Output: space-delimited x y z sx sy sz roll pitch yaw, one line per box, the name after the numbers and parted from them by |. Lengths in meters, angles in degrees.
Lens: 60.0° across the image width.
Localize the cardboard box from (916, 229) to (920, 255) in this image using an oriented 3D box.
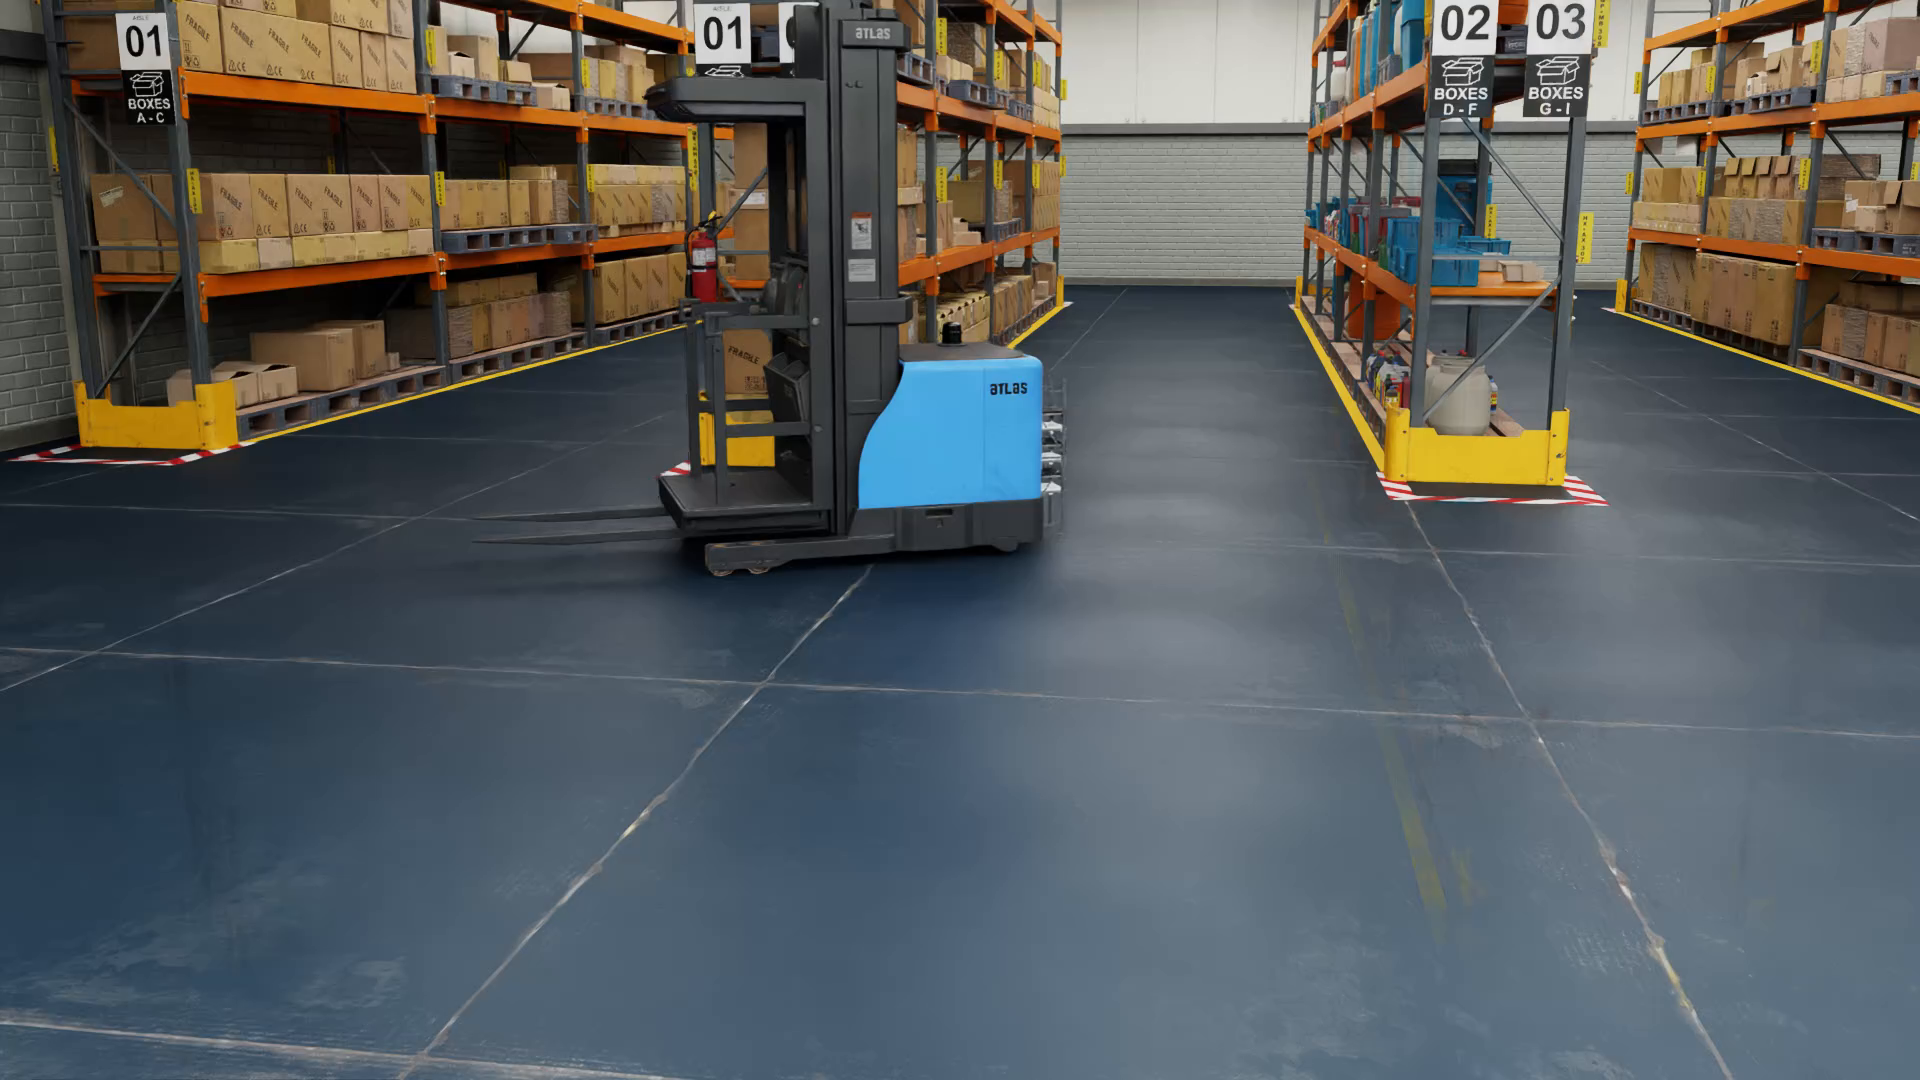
-0.688 -2.893 16.155 0.500 0.250 0.500 3 12 12 | cardboard box

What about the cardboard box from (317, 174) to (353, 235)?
-5.621 -2.900 14.359 0.500 0.500 0.500 2 12 10 | cardboard box

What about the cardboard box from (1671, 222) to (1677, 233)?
10.179 -4.372 23.256 0.380 0.149 0.250 2 12 10 | cardboard box

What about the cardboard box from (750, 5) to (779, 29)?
-1.243 -3.940 11.962 0.797 0.503 0.637 3 12 13 | cardboard box

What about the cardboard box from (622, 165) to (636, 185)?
-4.521 -4.728 21.541 0.500 0.250 0.500 2 12 9 | cardboard box

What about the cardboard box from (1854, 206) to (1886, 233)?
9.198 -3.164 16.415 0.500 0.250 0.500 2 12 7 | cardboard box

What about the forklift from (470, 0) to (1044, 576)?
-1.115 -1.368 8.886 3.031 2.935 1.130 -4 13 -16 | forklift

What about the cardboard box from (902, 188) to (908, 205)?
-0.667 -3.004 14.537 0.380 0.149 0.250 2 12 9 | cardboard box

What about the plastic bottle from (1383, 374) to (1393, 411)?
3.408 -1.177 13.240 0.061 0.283 0.133 2 12 10 | plastic bottle

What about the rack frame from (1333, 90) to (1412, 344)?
4.789 -3.534 18.772 1.000 3.000 0.127 2 12 9 | rack frame

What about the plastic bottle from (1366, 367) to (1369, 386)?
3.676 -1.475 14.817 0.097 0.201 0.097 0 12 0 | plastic bottle

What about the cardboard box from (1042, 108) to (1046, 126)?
0.989 -6.222 24.482 0.500 0.250 0.500 2 12 9 | cardboard box

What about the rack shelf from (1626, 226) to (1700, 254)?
10.606 -4.271 23.899 1.077 0.370 4.000 2 12 9 | rack shelf

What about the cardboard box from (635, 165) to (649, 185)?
-4.448 -4.834 22.035 0.500 0.250 0.500 2 12 7 | cardboard box

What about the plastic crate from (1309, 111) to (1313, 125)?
5.685 -6.531 25.867 0.497 0.269 0.590 2 12 9 | plastic crate

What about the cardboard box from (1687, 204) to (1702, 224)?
10.107 -4.379 22.342 0.500 0.250 0.500 2 12 8 | cardboard box

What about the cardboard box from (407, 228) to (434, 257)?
-5.389 -2.850 15.909 0.500 0.250 0.500 2 12 9 | cardboard box

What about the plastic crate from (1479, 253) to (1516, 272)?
4.174 -2.226 13.330 0.530 0.136 0.437 2 12 9 | plastic crate

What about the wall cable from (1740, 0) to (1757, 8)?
15.189 -10.610 29.728 2.277 5.999 0.120 2 12 9 | wall cable

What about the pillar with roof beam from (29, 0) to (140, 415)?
-2.724 -5.157 12.061 9.100 9.000 0.400 2 12 9 | pillar with roof beam

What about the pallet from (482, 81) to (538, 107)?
-5.259 -4.738 17.684 1.213 0.211 1.003 2 12 9 | pallet

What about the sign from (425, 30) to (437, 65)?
-5.078 -4.726 15.953 0.100 0.325 0.005 2 12 9 | sign

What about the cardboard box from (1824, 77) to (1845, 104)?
9.359 -4.677 17.312 0.500 0.250 0.500 2 12 10 | cardboard box

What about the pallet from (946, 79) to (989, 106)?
-0.290 -4.692 17.475 1.003 0.211 1.213 2 12 11 | pallet

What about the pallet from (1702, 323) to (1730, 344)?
10.254 -2.680 21.428 1.003 0.211 1.213 2 12 9 | pallet

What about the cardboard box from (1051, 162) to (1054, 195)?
1.177 -5.584 25.671 0.500 0.500 0.500 2 12 10 | cardboard box

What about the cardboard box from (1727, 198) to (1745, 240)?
9.826 -3.959 20.505 0.500 0.500 0.500 2 12 7 | cardboard box

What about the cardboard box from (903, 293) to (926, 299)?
-0.548 -2.622 18.736 0.500 0.311 0.500 2 12 7 | cardboard box

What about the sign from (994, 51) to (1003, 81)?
0.442 -5.433 19.050 0.100 0.325 0.005 2 12 9 | sign

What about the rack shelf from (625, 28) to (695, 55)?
-4.077 -7.490 25.543 1.077 0.370 4.000 2 12 9 | rack shelf

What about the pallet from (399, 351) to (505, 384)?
-5.497 -1.821 17.444 1.003 0.211 1.213 2 12 9 | pallet

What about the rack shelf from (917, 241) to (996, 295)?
-0.413 -2.927 17.664 1.077 0.370 4.000 2 12 9 | rack shelf

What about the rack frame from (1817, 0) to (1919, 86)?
9.683 -6.306 17.396 1.000 3.000 0.127 2 12 9 | rack frame

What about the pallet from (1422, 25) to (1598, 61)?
3.782 -3.412 11.533 1.003 0.211 1.213 2 12 9 | pallet

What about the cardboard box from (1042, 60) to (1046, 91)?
0.931 -7.048 25.348 0.700 0.500 0.500 2 12 9 | cardboard box

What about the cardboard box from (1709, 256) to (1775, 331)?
10.083 -3.053 20.586 1.225 0.875 0.875 1 12 7 | cardboard box

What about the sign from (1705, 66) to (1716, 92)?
9.749 -5.982 21.594 0.100 0.325 0.005 2 12 9 | sign

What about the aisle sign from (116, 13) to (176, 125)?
-5.945 -3.436 12.146 0.394 0.787 0.004 2 12 9 | aisle sign

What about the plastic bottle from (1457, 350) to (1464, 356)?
4.359 -1.478 14.476 0.144 0.351 0.185 2 12 7 | plastic bottle

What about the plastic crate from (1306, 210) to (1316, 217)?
5.555 -4.969 25.686 0.416 0.233 0.300 2 12 9 | plastic crate

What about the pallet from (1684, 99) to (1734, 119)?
10.434 -5.799 22.373 1.003 0.211 1.213 2 12 9 | pallet

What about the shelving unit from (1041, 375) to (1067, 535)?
0.459 -0.487 9.618 0.258 0.900 0.210 -4 13 -18 | shelving unit

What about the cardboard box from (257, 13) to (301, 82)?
-5.738 -3.995 13.507 0.500 0.500 0.500 2 12 11 | cardboard box

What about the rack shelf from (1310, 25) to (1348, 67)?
5.712 -7.169 24.054 1.077 0.370 4.000 2 12 9 | rack shelf

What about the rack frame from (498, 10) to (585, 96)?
-5.000 -6.788 19.630 1.000 3.000 0.127 2 12 9 | rack frame

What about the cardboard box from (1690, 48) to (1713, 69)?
10.593 -6.755 23.345 0.500 0.250 0.500 1 12 7 | cardboard box

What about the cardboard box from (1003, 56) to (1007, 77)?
0.280 -6.055 21.878 0.600 0.600 0.600 2 12 8 | cardboard box

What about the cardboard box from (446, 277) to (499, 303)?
-5.378 -2.736 18.178 0.500 0.250 0.500 2 12 7 | cardboard box

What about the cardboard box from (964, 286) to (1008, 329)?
0.322 -2.883 20.641 0.500 0.500 0.500 1 12 7 | cardboard box

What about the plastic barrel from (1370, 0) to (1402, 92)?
4.037 -4.526 15.064 0.600 0.901 0.708 2 12 9 | plastic barrel

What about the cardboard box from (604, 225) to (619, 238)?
-4.549 -3.908 21.055 0.380 0.149 0.250 2 12 10 | cardboard box

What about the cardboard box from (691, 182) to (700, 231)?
-4.286 -4.947 24.615 0.980 0.700 0.700 2 12 10 | cardboard box

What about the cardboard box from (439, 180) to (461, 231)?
-5.504 -3.391 16.828 0.700 0.500 0.500 2 12 9 | cardboard box

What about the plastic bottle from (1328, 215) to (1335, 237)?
4.814 -4.029 21.365 0.152 0.276 0.135 2 12 9 | plastic bottle

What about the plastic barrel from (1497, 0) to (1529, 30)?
3.508 -3.856 11.128 0.600 0.830 0.708 2 12 9 | plastic barrel

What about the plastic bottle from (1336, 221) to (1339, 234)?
4.561 -3.722 19.948 0.097 0.271 0.097 0 12 0 | plastic bottle

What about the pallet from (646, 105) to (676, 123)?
-4.477 -5.868 22.937 0.805 0.209 1.217 1 12 6 | pallet
